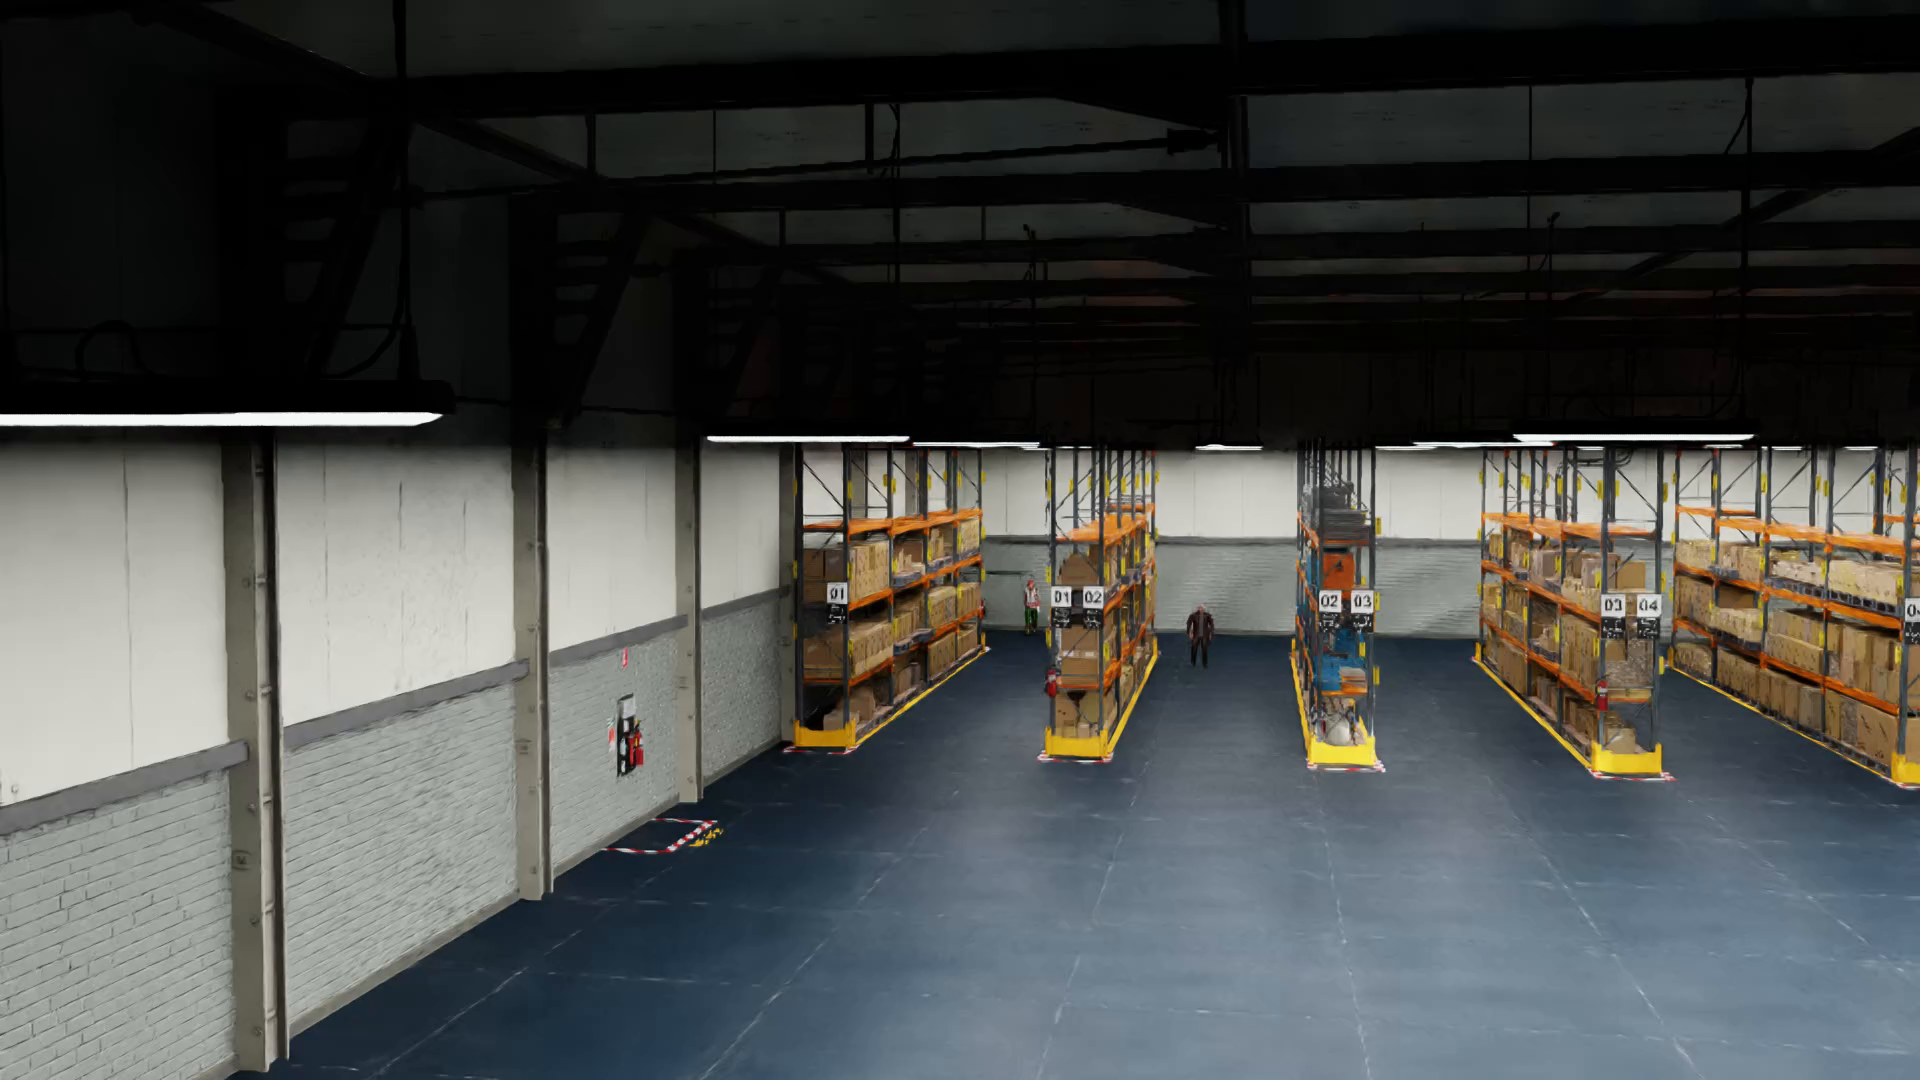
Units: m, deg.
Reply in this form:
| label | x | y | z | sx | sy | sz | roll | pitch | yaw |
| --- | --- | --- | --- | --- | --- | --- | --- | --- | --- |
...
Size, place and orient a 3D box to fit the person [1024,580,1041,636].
| label | x | y | z | sx | sy | sz | roll | pitch | yaw |
| --- | --- | --- | --- | --- | --- | --- | --- | --- | --- |
| person | 2.247 | 2.106 | 51.995 | 0.567 | 1.736 | 1.044 | 0 | 3 | 9 |

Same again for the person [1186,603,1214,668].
| label | x | y | z | sx | sy | sz | roll | pitch | yaw |
| --- | --- | --- | --- | --- | --- | --- | --- | --- | --- |
| person | 6.377 | 2.527 | 44.132 | 0.729 | 1.733 | 0.544 | 0 | 3 | 9 |

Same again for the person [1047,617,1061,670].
| label | x | y | z | sx | sy | sz | roll | pitch | yaw |
| --- | --- | --- | --- | --- | --- | --- | --- | --- | --- |
| person | 2.559 | 2.535 | 43.851 | 0.553 | 1.706 | 1.123 | 1 | 3 | 12 |

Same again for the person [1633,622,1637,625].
| label | x | y | z | sx | sy | sz | roll | pitch | yaw |
| --- | --- | --- | --- | --- | --- | --- | --- | --- | --- |
| person | 17.525 | 2.623 | 42.562 | 0.719 | 1.714 | 0.578 | 0 | 3 | 8 |
